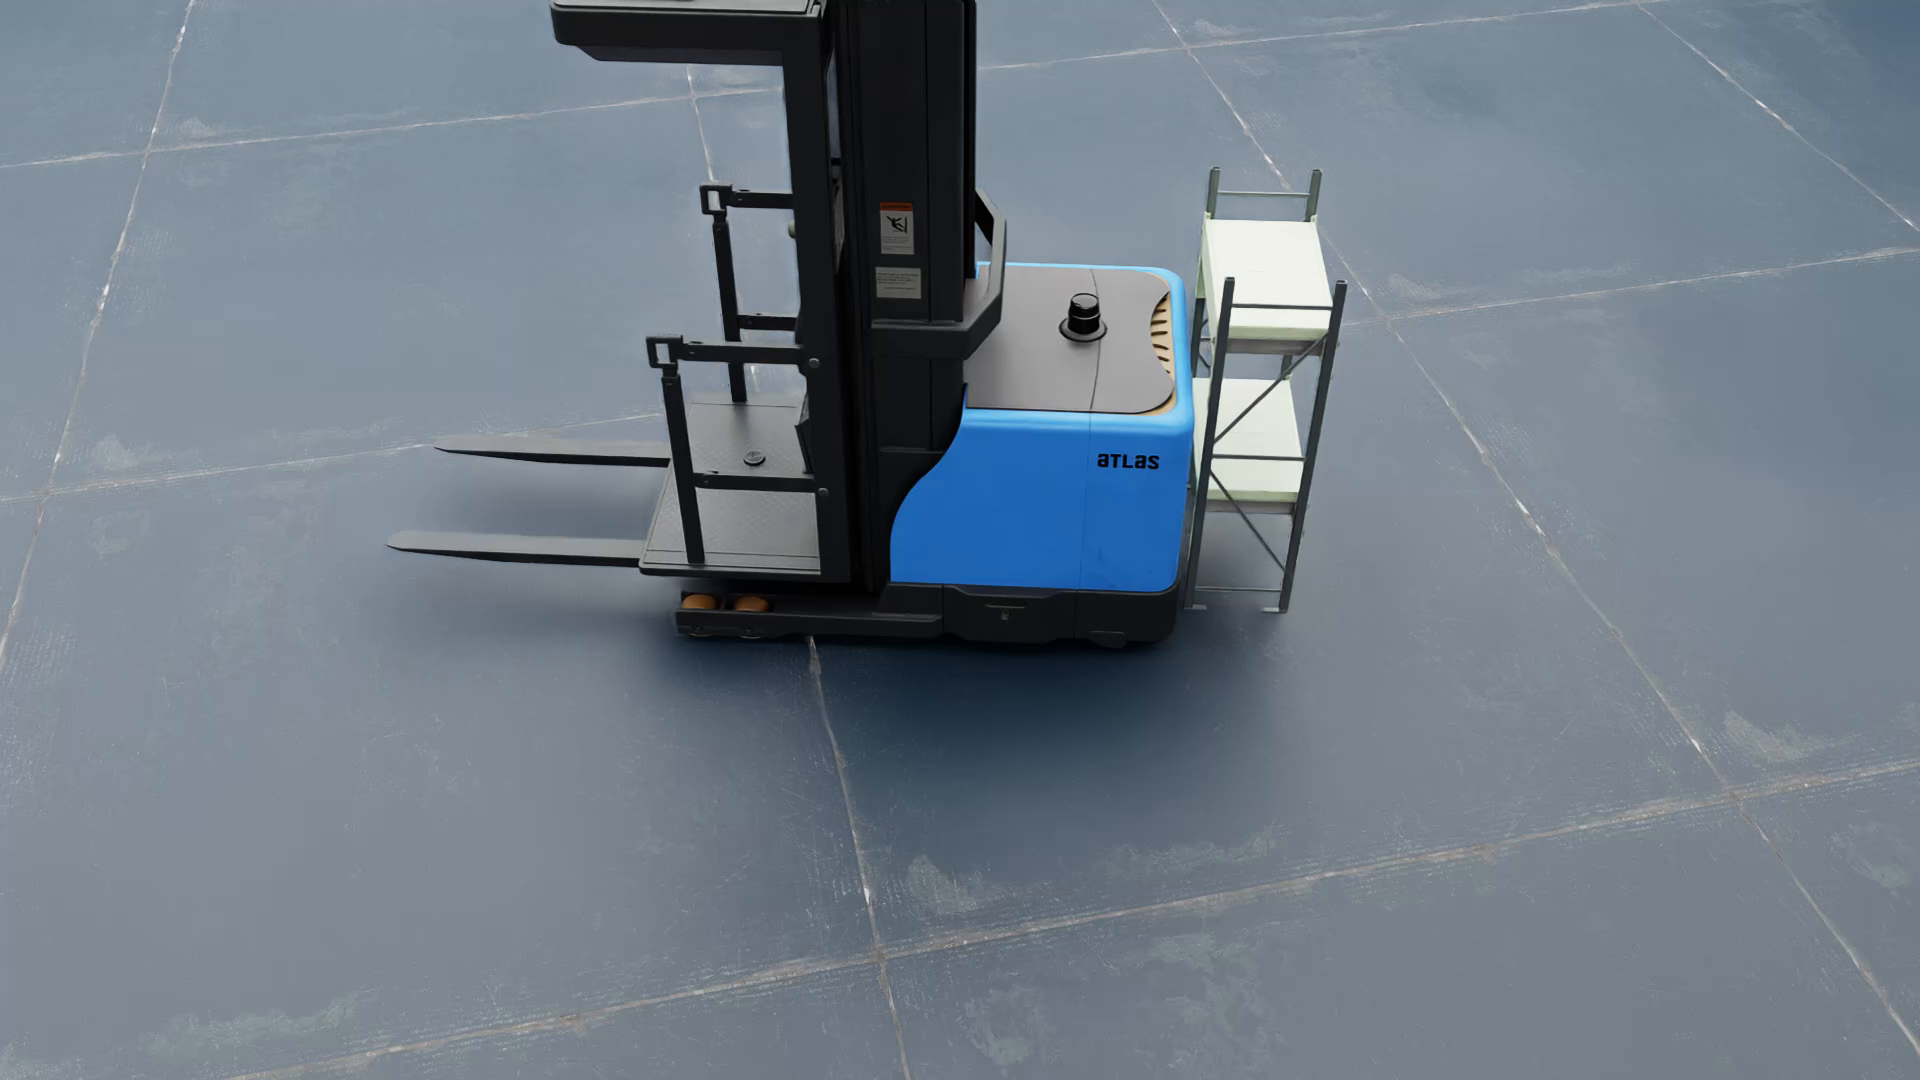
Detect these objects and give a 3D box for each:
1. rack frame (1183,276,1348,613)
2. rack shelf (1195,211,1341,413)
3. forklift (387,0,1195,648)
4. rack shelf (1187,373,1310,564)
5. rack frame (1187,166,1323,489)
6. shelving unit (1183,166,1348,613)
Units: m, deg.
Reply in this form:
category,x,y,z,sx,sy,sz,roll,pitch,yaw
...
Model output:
category,x,y,z,sx,sy,sz,roll,pitch,yaw
rack frame,1.068,-0.291,5.948,0.400,1.500,0.023,2,42,2
rack shelf,1.087,-0.826,5.962,0.431,0.370,0.720,2,42,2
forklift,-0.675,-1.068,5.745,3.031,2.935,1.130,2,42,3
rack shelf,1.086,-0.290,6.438,0.431,0.370,0.720,2,42,2
rack frame,1.105,-0.777,6.495,0.400,1.500,0.023,2,42,2
shelving unit,1.086,-0.534,6.221,0.431,1.500,0.755,2,42,2
